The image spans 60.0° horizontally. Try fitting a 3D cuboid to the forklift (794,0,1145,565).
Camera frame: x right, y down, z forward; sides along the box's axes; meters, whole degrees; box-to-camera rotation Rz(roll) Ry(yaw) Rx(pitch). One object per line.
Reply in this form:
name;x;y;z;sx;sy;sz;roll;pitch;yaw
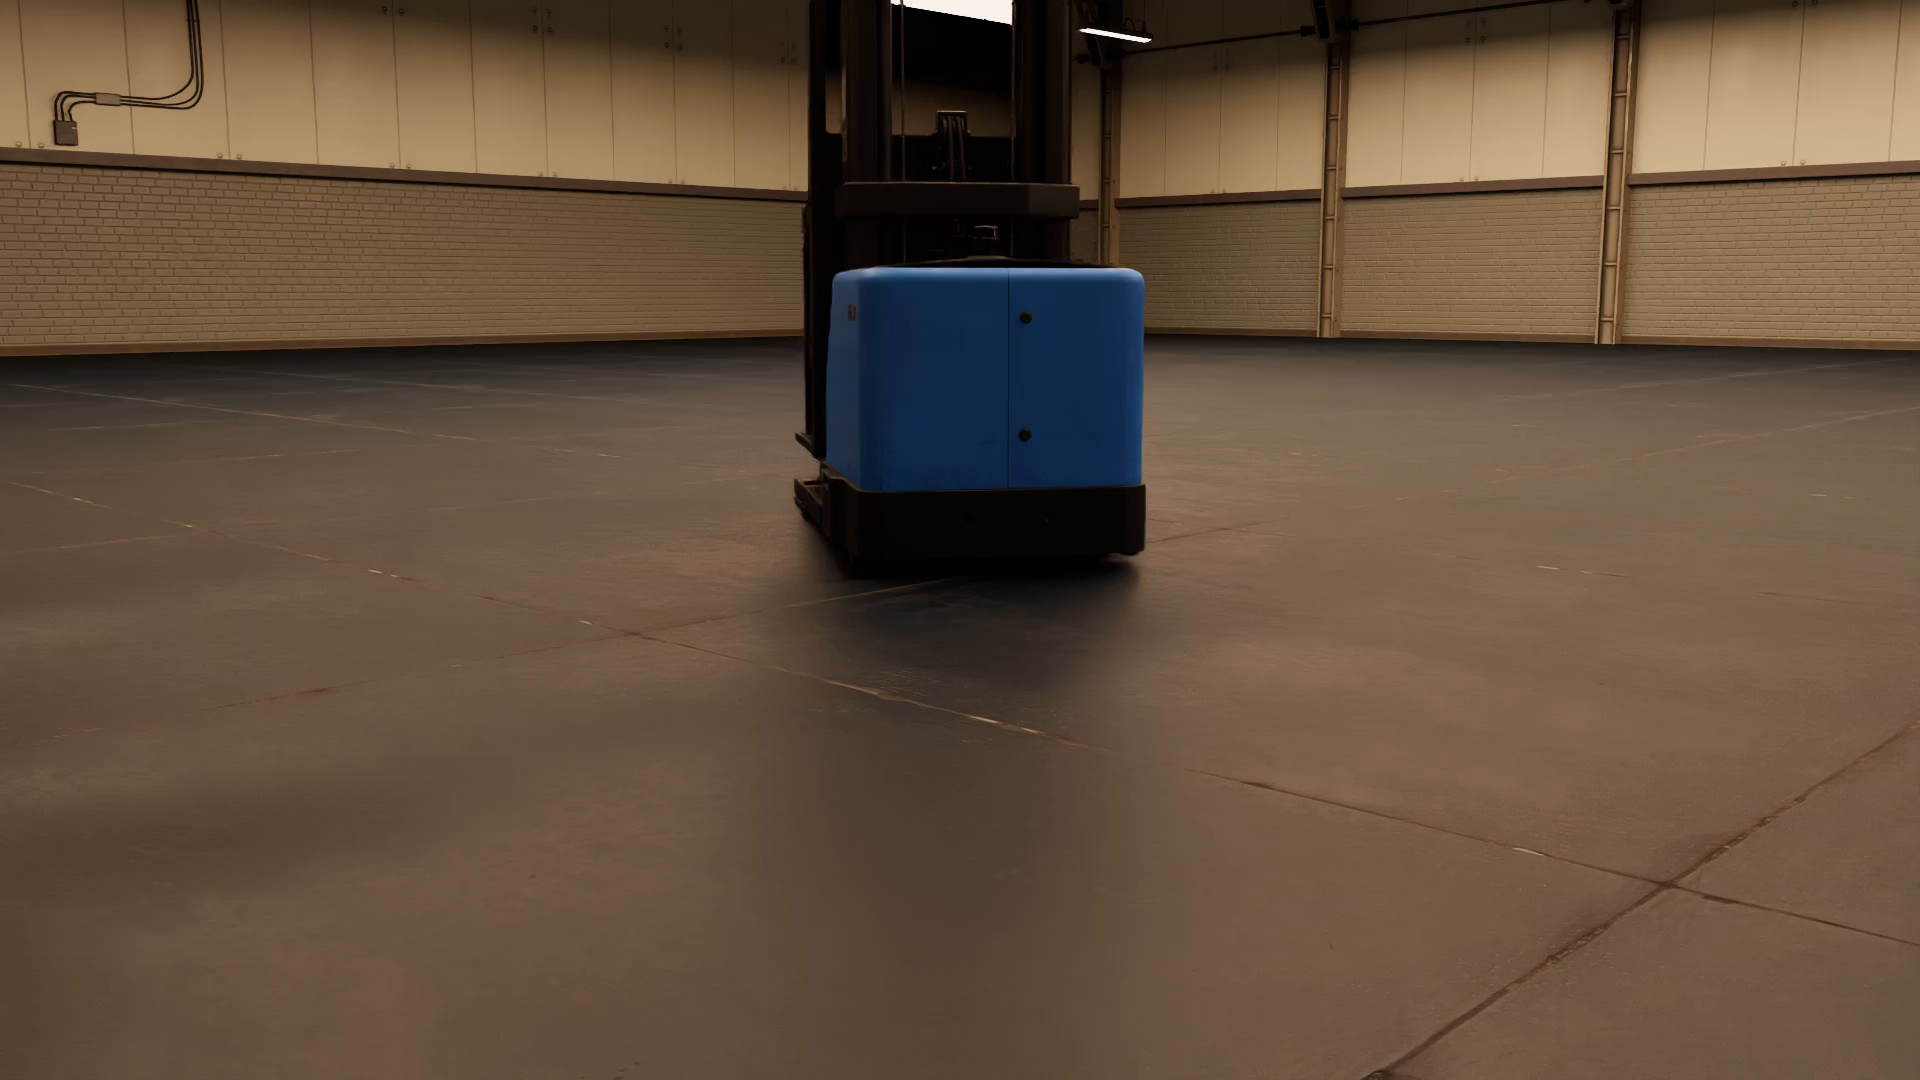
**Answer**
forklift;-0.131;-1.538;7.091;1.130;2.935;3.031;-2;9;-11
